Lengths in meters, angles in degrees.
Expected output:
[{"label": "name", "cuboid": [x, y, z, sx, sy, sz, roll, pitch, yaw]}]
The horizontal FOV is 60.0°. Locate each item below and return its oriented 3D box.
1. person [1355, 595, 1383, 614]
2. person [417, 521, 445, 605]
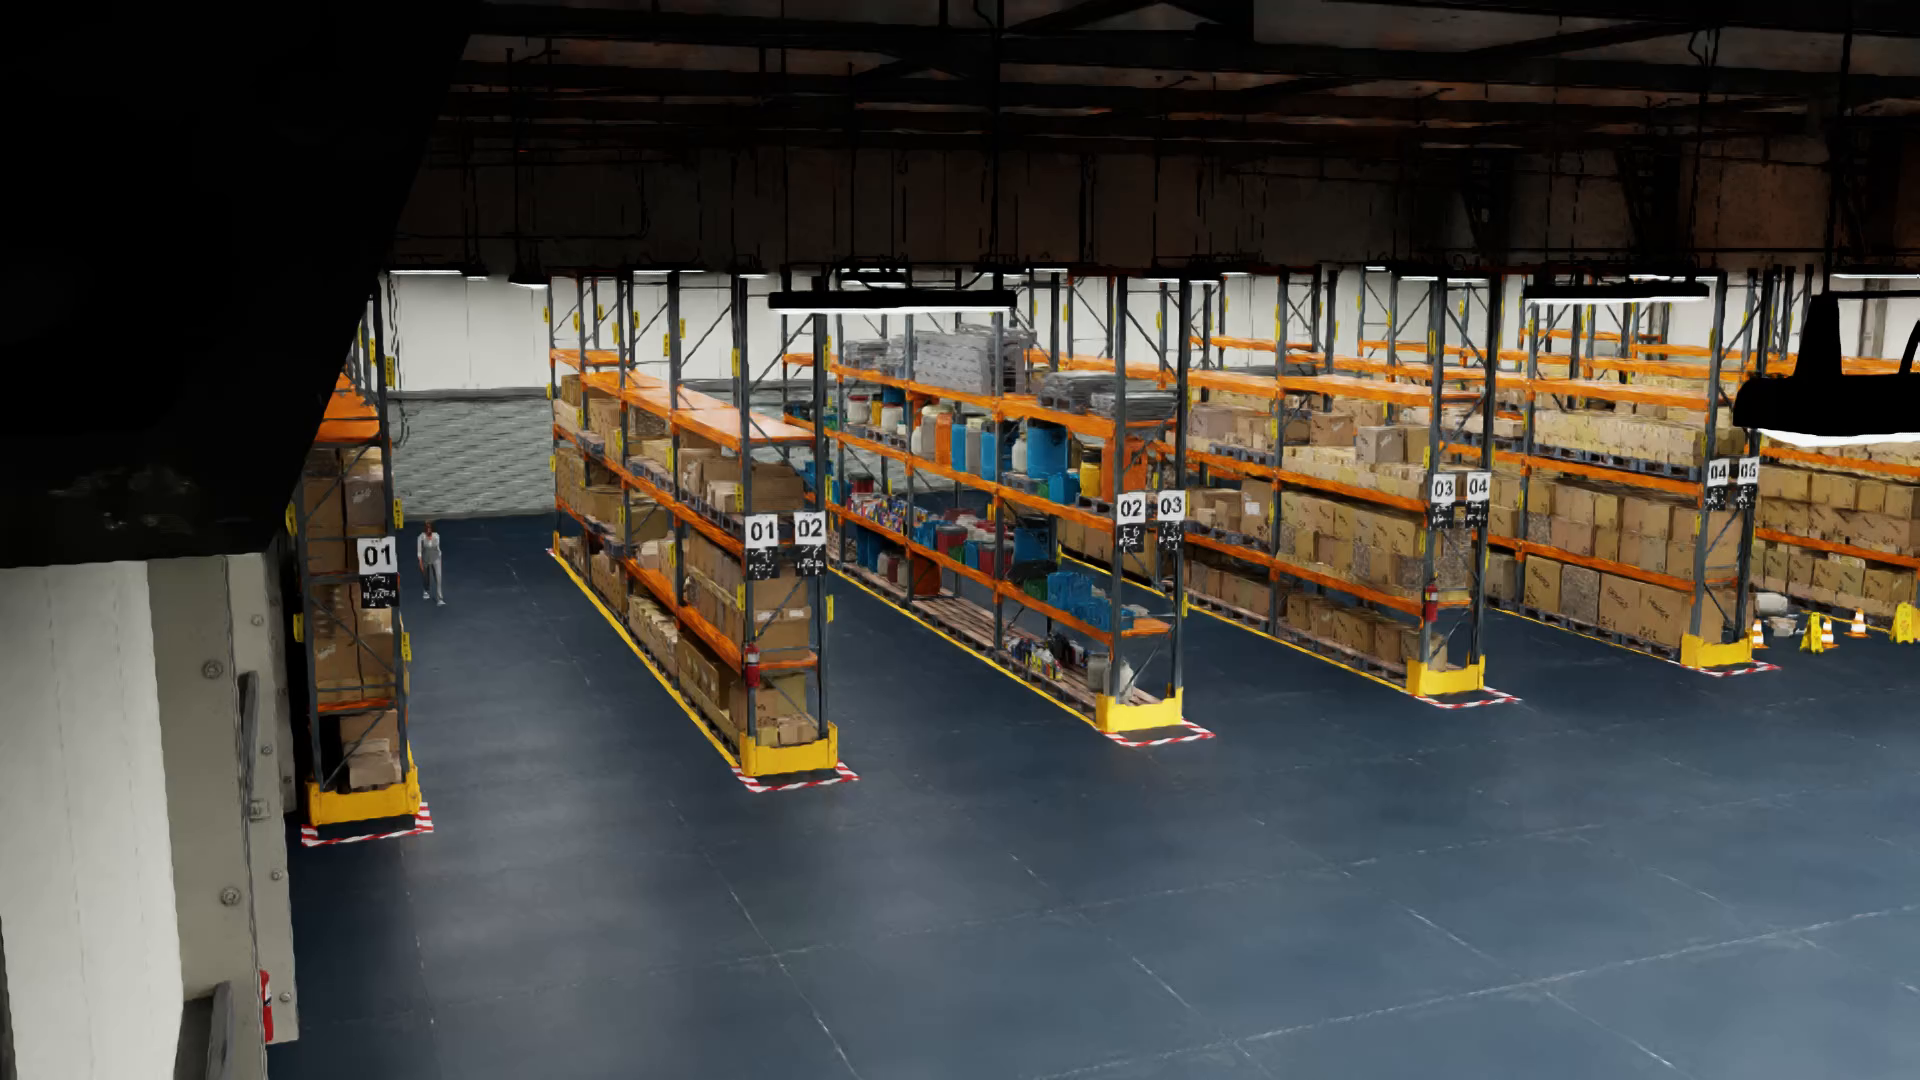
[{"label": "person", "cuboid": [7.149, 0.452, 28.987, 0.598, 1.731, 0.462, 9, 13, 41]}, {"label": "person", "cuboid": [-9.550, 0.388, 29.948, 0.419, 1.514, 1.032, -4, 11, -23]}]
